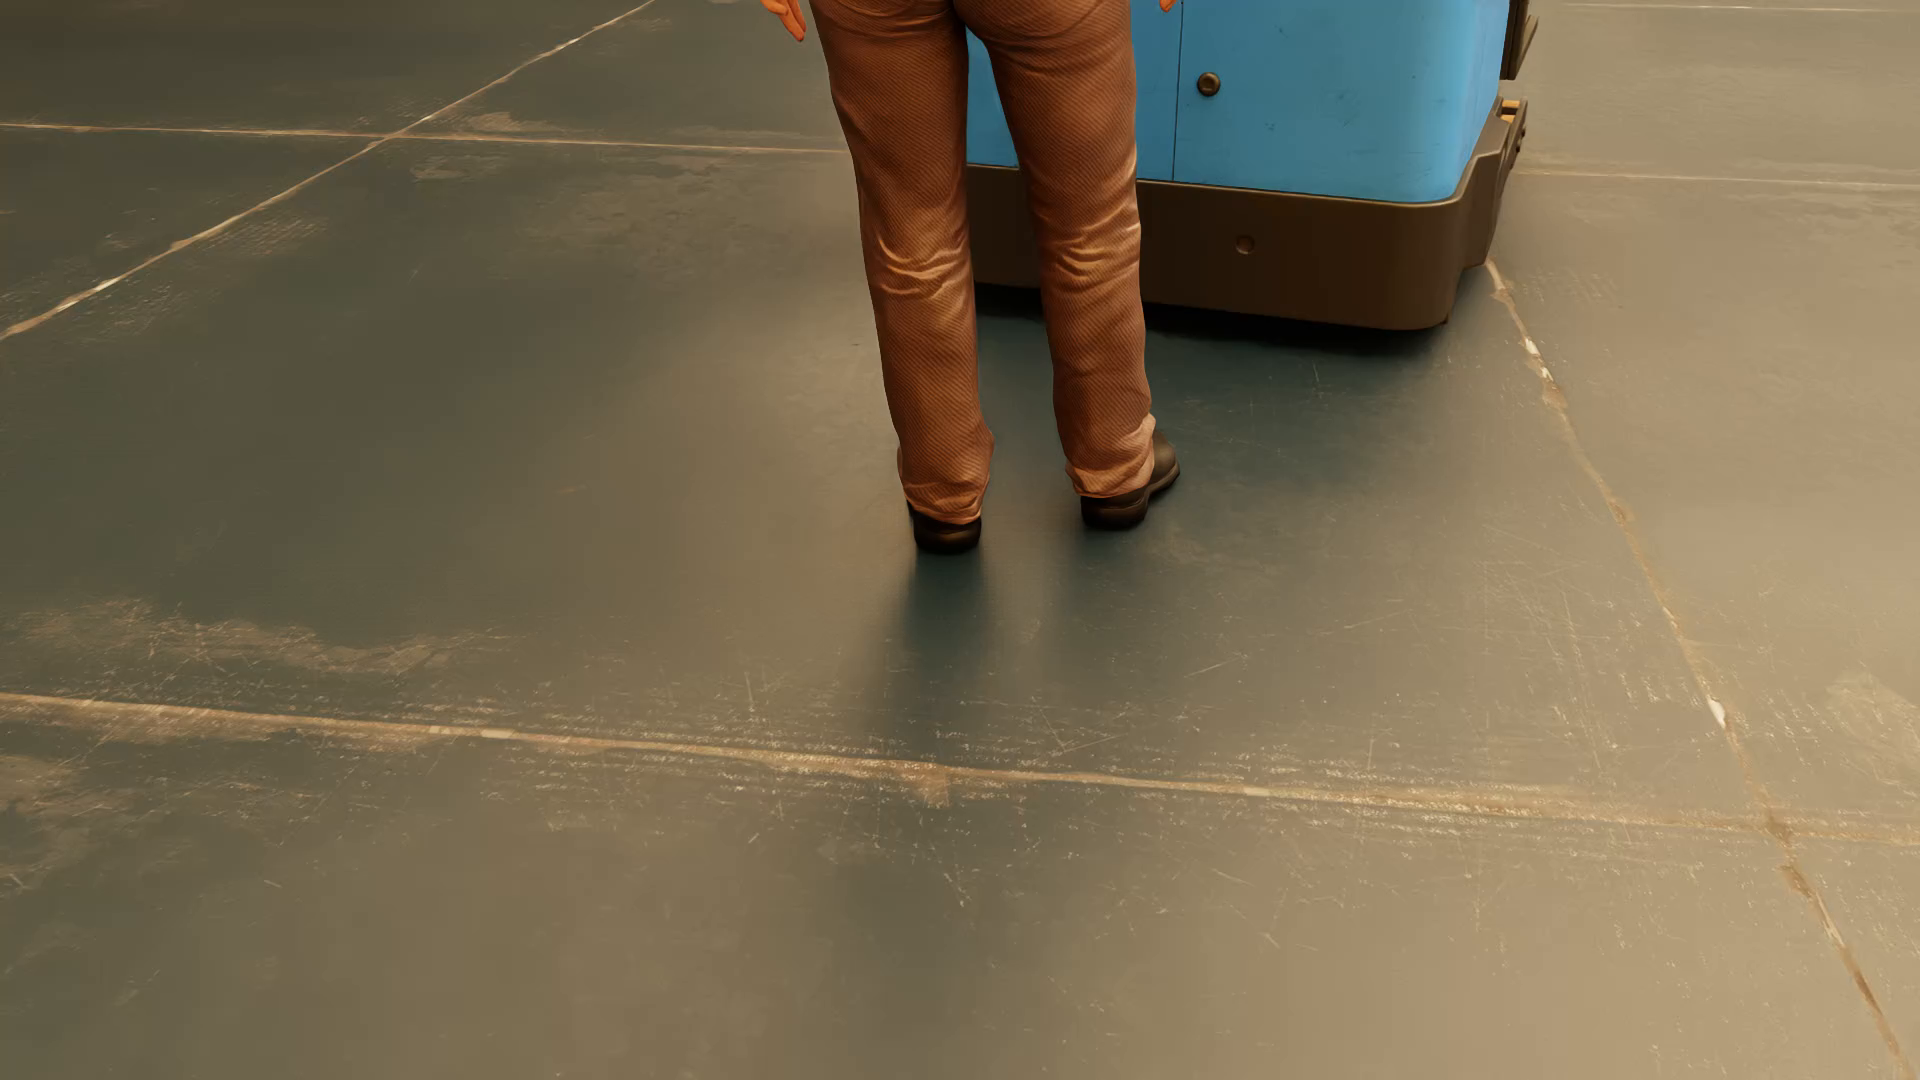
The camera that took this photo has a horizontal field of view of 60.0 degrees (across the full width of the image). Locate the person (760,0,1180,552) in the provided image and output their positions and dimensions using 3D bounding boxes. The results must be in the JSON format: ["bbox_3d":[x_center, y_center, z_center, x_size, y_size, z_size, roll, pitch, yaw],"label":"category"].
[{"bbox_3d":[0.016,-0.804,2.166,0.632,1.720,0.568,3,27,7],"label":"person"}]

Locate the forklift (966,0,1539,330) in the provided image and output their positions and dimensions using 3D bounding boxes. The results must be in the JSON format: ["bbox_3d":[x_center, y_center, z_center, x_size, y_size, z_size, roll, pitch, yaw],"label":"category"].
[{"bbox_3d":[0.936,-2.342,3.911,1.130,2.935,3.031,10,28,18],"label":"forklift"}]
